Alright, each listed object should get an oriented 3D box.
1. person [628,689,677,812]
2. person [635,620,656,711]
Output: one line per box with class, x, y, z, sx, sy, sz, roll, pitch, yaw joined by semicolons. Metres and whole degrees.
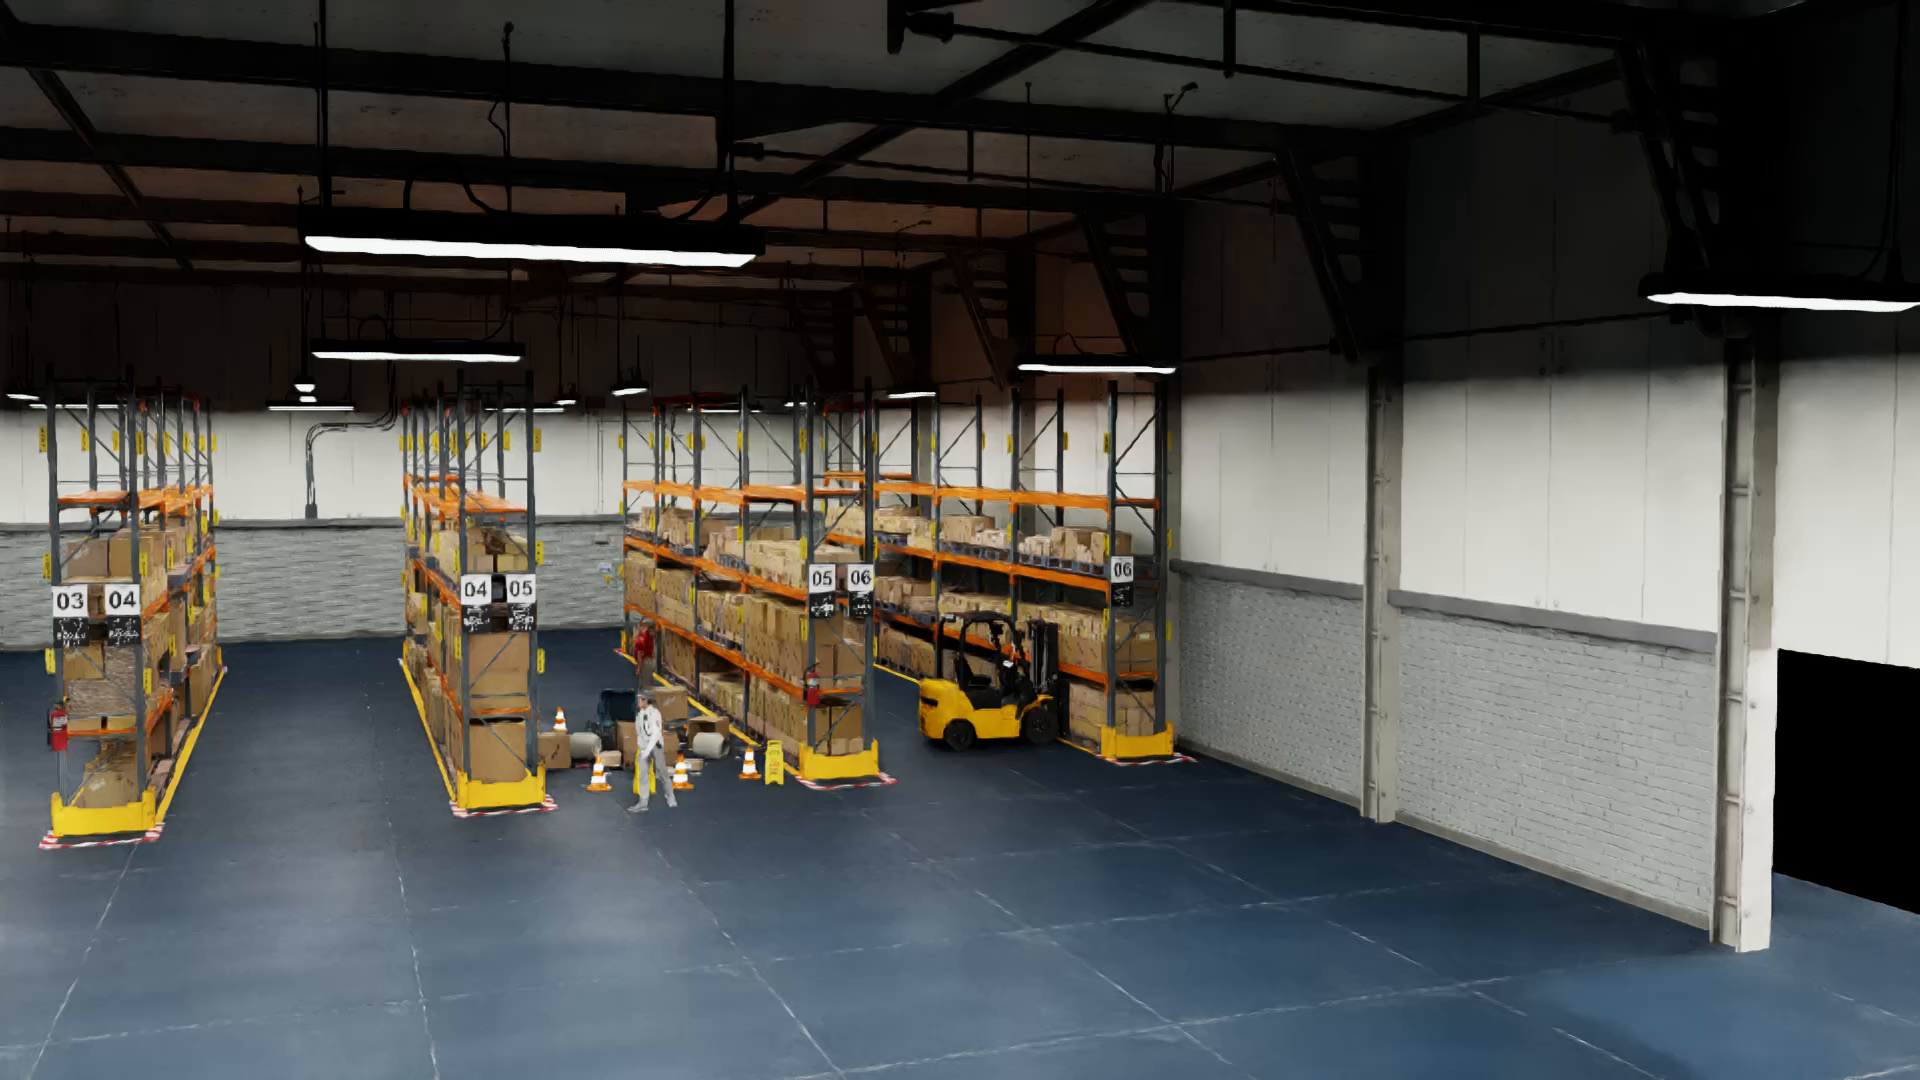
person;-4.193;2.848;22.668;0.500;1.658;0.680;3;4;39
person;-5.850;2.331;30.694;0.593;1.718;0.651;0;3;4
